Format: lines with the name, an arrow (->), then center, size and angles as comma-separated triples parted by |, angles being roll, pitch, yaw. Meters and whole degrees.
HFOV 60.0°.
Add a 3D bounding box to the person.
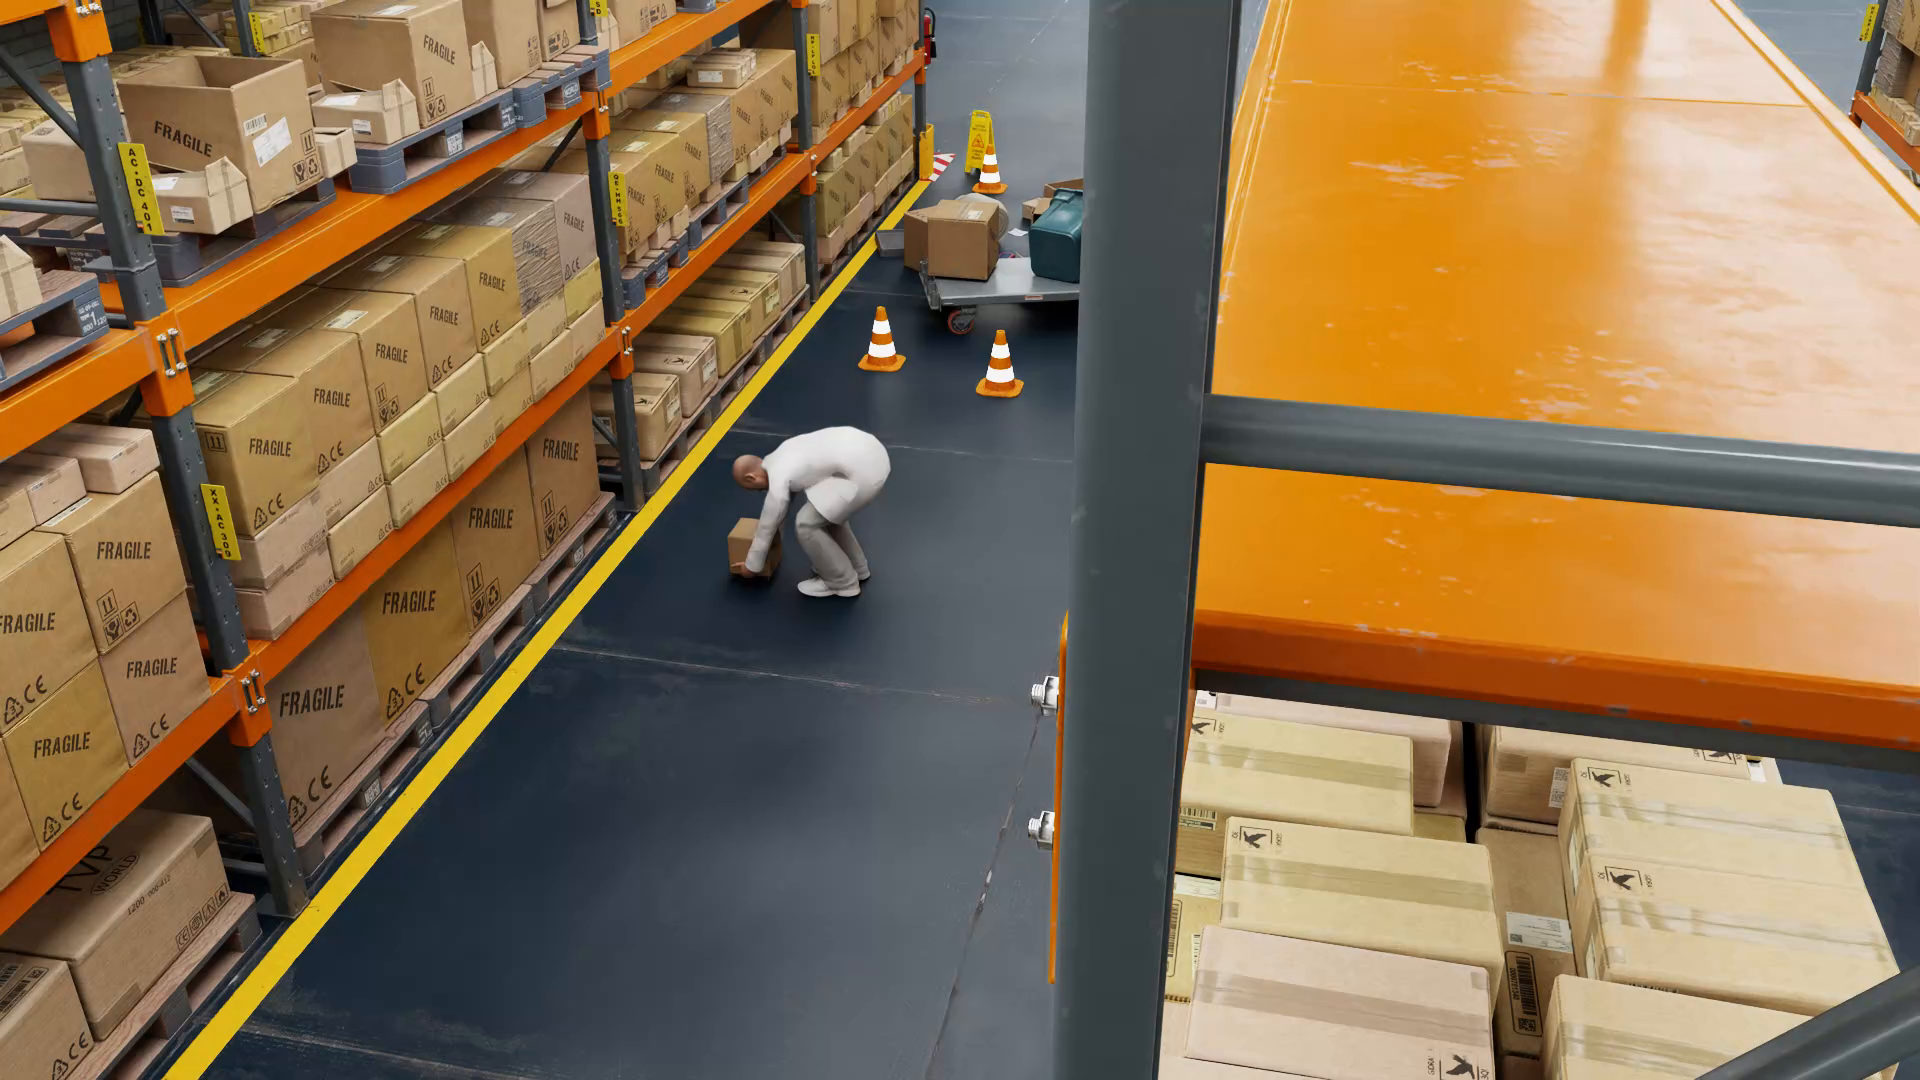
person -> -0.881, -0.188, 9.792 | 0.960, 1.008, 0.578 | 4, 29, 8
